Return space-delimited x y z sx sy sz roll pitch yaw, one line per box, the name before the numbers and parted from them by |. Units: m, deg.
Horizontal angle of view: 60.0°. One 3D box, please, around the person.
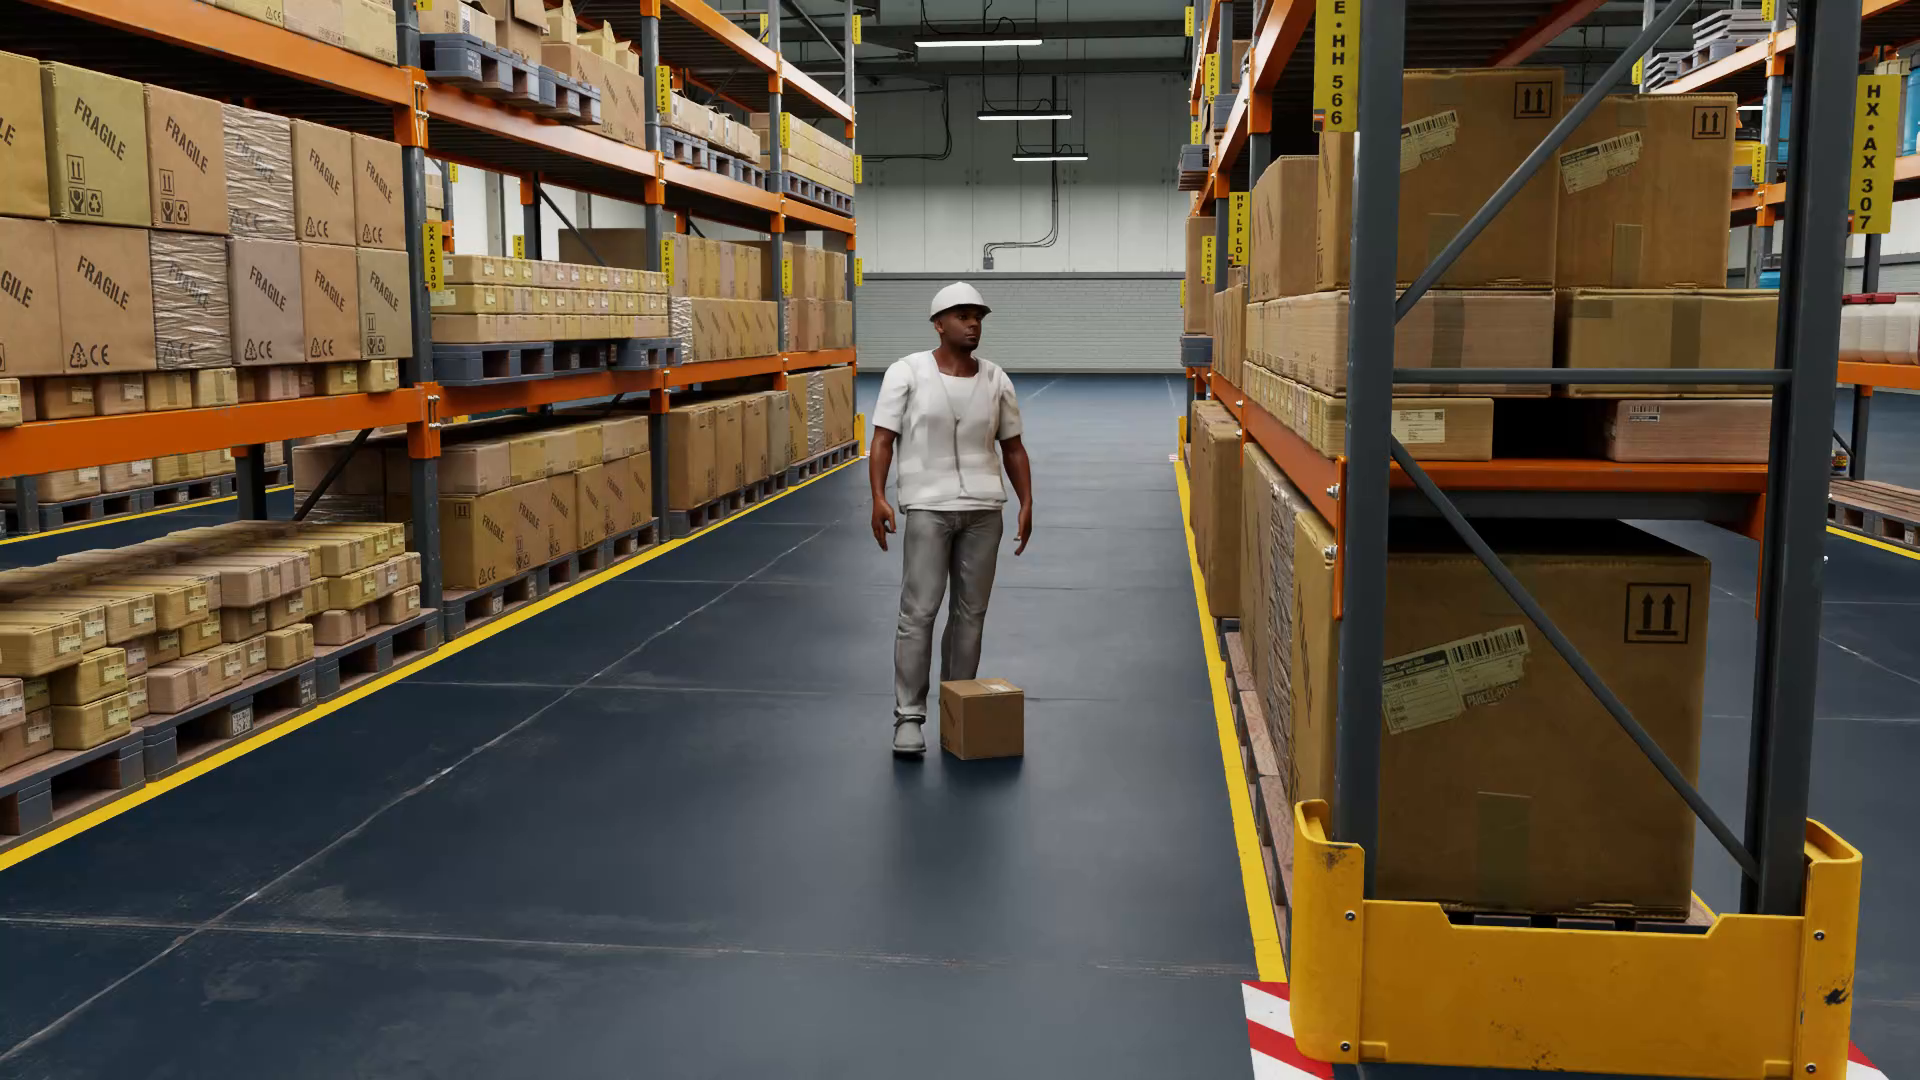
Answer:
person | -0.008 -0.101 6.413 0.665 1.764 0.574 -2 8 -18
